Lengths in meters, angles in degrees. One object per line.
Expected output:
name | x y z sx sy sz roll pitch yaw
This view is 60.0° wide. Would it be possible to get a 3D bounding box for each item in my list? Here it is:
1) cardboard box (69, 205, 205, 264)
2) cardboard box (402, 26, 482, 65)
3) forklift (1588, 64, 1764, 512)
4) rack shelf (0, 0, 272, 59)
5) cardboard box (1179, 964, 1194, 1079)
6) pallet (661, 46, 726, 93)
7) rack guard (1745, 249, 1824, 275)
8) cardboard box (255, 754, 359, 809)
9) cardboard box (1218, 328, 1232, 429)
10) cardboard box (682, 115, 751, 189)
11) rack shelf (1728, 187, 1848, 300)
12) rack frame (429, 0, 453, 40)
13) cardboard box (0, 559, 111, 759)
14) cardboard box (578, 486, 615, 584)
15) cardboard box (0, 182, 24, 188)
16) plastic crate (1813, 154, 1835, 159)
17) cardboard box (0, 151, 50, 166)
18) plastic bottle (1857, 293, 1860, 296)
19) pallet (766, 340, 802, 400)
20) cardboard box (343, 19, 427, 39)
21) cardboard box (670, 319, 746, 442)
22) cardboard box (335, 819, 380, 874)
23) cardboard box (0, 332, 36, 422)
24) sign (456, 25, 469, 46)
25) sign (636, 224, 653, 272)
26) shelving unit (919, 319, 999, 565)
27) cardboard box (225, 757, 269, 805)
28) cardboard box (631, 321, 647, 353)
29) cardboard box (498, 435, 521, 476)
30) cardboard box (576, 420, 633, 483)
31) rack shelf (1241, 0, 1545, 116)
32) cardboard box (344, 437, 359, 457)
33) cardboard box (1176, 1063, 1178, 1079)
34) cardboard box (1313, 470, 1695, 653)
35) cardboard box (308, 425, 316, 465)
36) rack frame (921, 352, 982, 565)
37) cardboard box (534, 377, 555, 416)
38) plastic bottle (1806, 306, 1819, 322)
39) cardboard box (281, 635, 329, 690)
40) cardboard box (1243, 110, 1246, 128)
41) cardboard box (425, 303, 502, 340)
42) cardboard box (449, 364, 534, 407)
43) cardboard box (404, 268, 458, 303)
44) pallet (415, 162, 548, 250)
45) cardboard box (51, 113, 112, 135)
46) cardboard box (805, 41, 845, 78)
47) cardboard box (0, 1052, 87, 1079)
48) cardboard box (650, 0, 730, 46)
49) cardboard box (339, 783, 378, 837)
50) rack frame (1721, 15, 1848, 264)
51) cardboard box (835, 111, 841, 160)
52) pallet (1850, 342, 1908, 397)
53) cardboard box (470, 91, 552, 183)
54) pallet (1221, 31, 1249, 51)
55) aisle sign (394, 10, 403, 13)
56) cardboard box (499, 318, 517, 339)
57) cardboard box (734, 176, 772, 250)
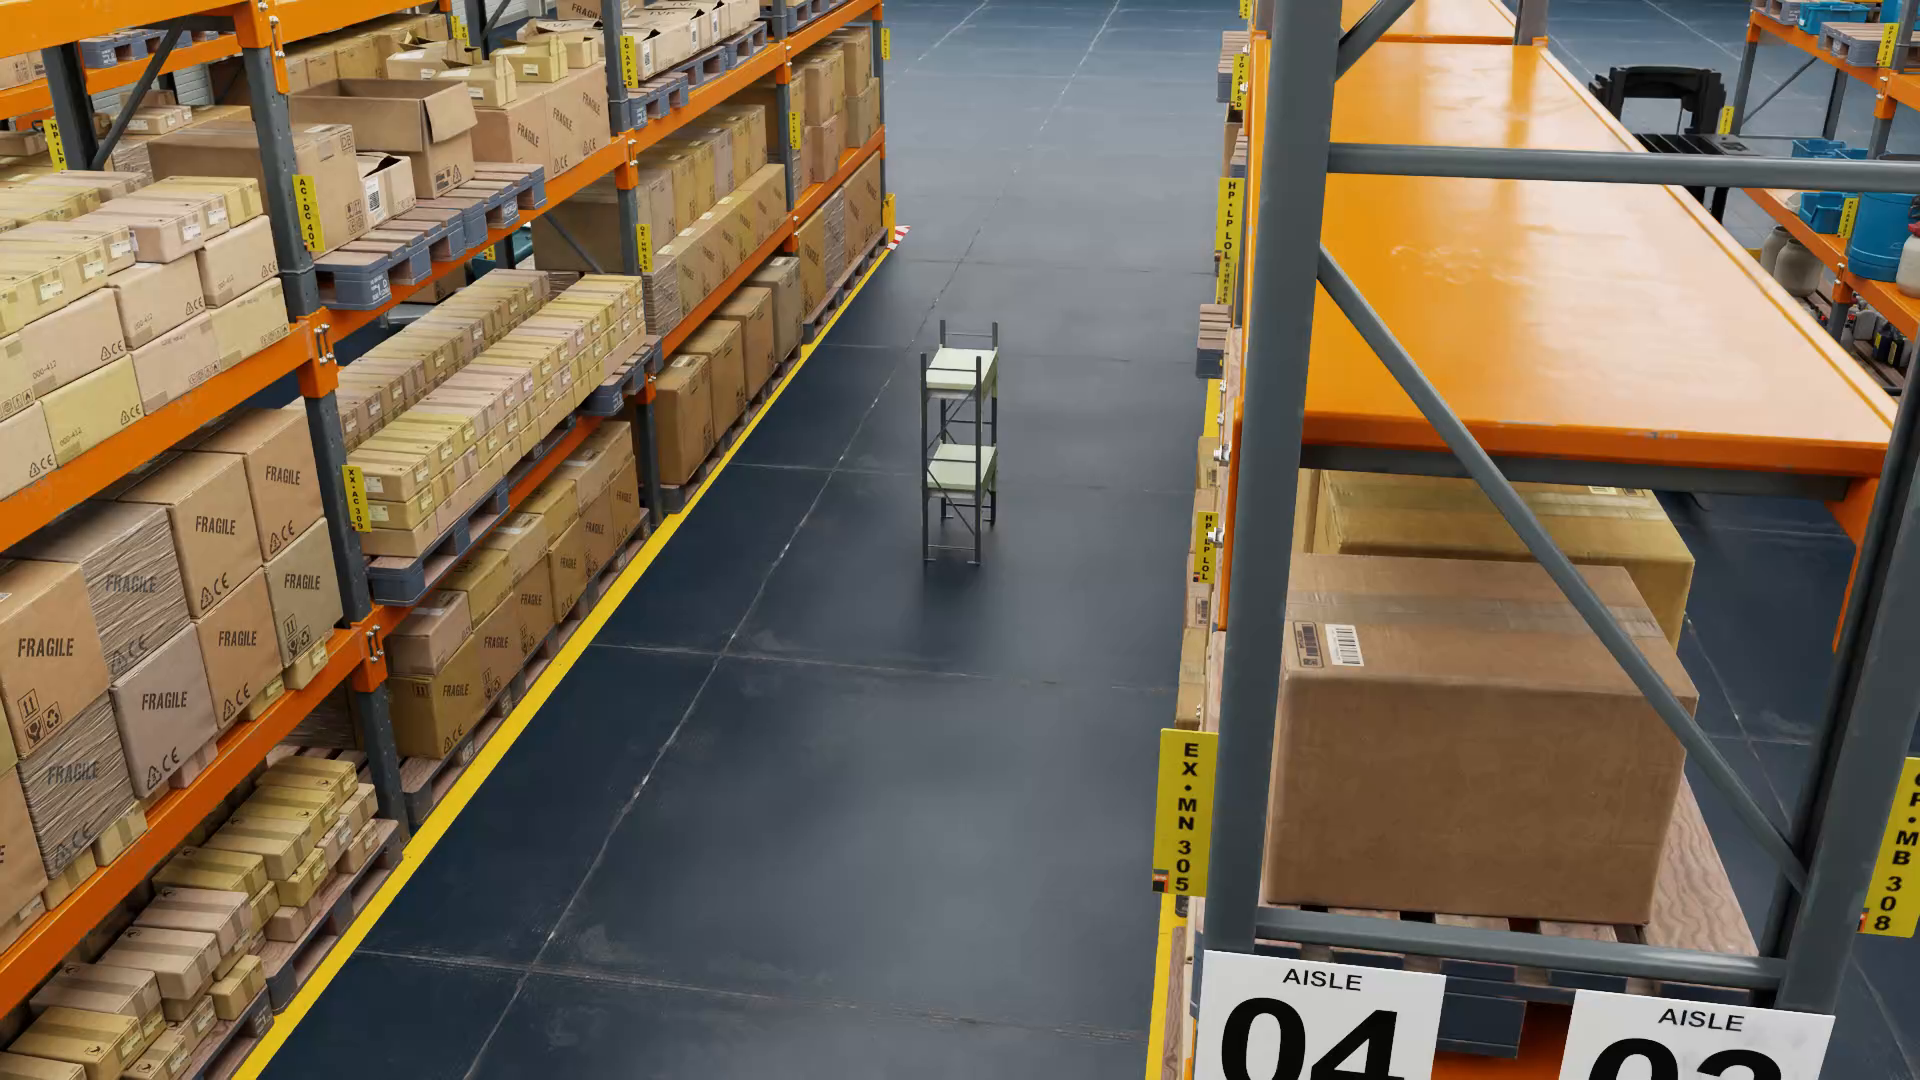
cardboard box | -3.124 -1.163 6.319 0.380 0.149 0.250 4 25 8
cardboard box | -3.080 -2.889 9.870 0.396 0.266 0.258 4 25 9
forklift | 5.176 -1.984 12.575 1.130 2.935 3.031 3 25 7
rack shelf | -3.638 -1.385 4.991 1.077 0.370 4.000 4 25 9
cardboard box | 0.896 1.514 4.847 0.500 0.250 0.500 3 25 7
pallet | -2.425 -3.518 12.457 1.003 0.211 1.213 5 26 11
rack guard | 8.447 -2.954 17.516 1.175 0.500 0.348 4 25 9
cardboard box | -3.113 1.167 7.929 0.380 0.149 0.250 5 25 10
cardboard box | 1.871 -0.979 10.231 0.500 0.500 0.500 5 26 10
cardboard box | -2.161 -3.252 13.907 0.700 0.500 0.500 4 25 8
rack shelf | 8.086 -2.959 15.426 1.077 0.370 4.000 4 25 9
rack frame | -6.250 -5.151 19.261 1.000 3.000 0.127 4 25 9
cardboard box | -3.367 0.398 5.757 0.500 0.500 0.500 3 25 7
cardboard box | -2.596 -0.052 10.821 0.500 0.500 0.500 5 26 11
cardboard box | -7.256 -2.348 12.307 0.500 0.500 0.500 3 25 7
plastic crate | 8.515 -3.553 16.021 0.499 0.251 0.408 4 25 9
cardboard box | -7.602 -2.813 13.301 0.500 0.500 0.500 2 25 5
plastic bottle | 8.545 -2.255 15.855 0.097 0.201 0.097 0 25 0
pallet | -2.056 -1.587 14.935 1.003 0.211 1.213 4 25 9
cardboard box | -6.208 -5.344 18.025 0.700 0.500 0.500 4 25 9
cardboard box | -2.330 -1.290 13.171 1.050 0.750 0.750 4 25 9
cardboard box | -3.039 1.457 8.011 0.380 0.149 0.250 4 25 9
cardboard box | -3.377 -0.482 5.334 0.500 0.250 0.500 3 25 7
sign | -3.204 -3.175 10.797 0.100 0.325 0.005 4 25 9
sign | -2.121 -1.959 11.170 0.100 0.325 0.005 4 25 9
shelving unit | 0.001 -0.682 11.482 0.431 1.500 0.755 4 25 9
cardboard box | -3.572 1.130 8.008 0.380 0.149 0.250 5 26 11
cardboard box | -2.285 -1.343 10.926 0.380 0.149 0.250 4 25 9
cardboard box | -2.626 -0.473 9.067 0.380 0.149 0.250 3 25 6
cardboard box | -2.511 -0.598 11.102 0.500 0.250 0.500 3 25 7
rack shelf | 1.892 -2.492 7.824 1.077 0.370 4.000 4 25 9
cardboard box | -3.356 -0.437 8.639 0.380 0.149 0.250 5 26 11
cardboard box | 1.232 1.973 6.051 0.875 0.875 0.875 4 25 9
cardboard box | 1.155 0.140 3.688 0.700 0.500 0.500 3 25 7
cardboard box | -3.395 -0.471 8.362 0.380 0.149 0.250 3 25 7
rack frame | -0.059 -0.529 11.155 0.400 1.500 0.023 4 25 9
cardboard box | -2.540 -0.830 9.479 0.380 0.149 0.250 4 25 7
plastic bottle | 7.664 -1.953 15.033 0.144 0.351 0.185 4 25 8
cardboard box | -3.062 0.533 7.413 0.380 0.149 0.250 3 25 7
cardboard box | 2.123 -2.834 10.948 0.500 0.250 0.500 4 25 8
cardboard box | -3.054 -1.345 10.229 0.380 0.149 0.250 3 25 6
cardboard box | -2.583 -0.851 9.174 0.380 0.149 0.250 5 26 10
cardboard box | -5.143 -2.578 15.819 0.500 0.500 0.500 4 25 9
pallet | -2.939 -1.790 8.763 1.213 0.211 1.003 4 25 9
cardboard box | -7.406 -3.508 14.022 0.380 0.149 0.250 5 26 11
cardboard box | -1.673 -4.794 17.046 0.875 0.550 0.550 4 25 9
cardboard box | -3.437 2.032 6.080 0.380 0.149 0.250 5 26 11
cardboard box | -2.073 -3.983 12.718 0.500 0.311 0.500 3 25 7
cardboard box | -3.049 1.288 8.020 0.380 0.149 0.250 5 25 10
rack frame | 8.413 -4.121 17.061 1.000 3.000 0.127 4 25 9
cardboard box | -1.696 -4.078 16.792 0.875 0.550 0.500 4 25 9
pallet | 7.910 -1.463 14.672 1.003 0.211 1.213 4 25 9
cardboard box | -2.655 -2.233 9.370 0.500 0.500 0.500 4 25 9
pallet | 2.667 -3.814 13.088 1.213 0.211 1.003 4 25 9
aisle sign | -6.546 -6.376 18.811 0.394 0.787 0.004 4 25 9
cardboard box | -3.017 -1.302 10.488 0.380 0.149 0.250 3 25 7
cardboard box | -1.908 -2.775 14.066 0.500 0.500 0.500 4 25 8
